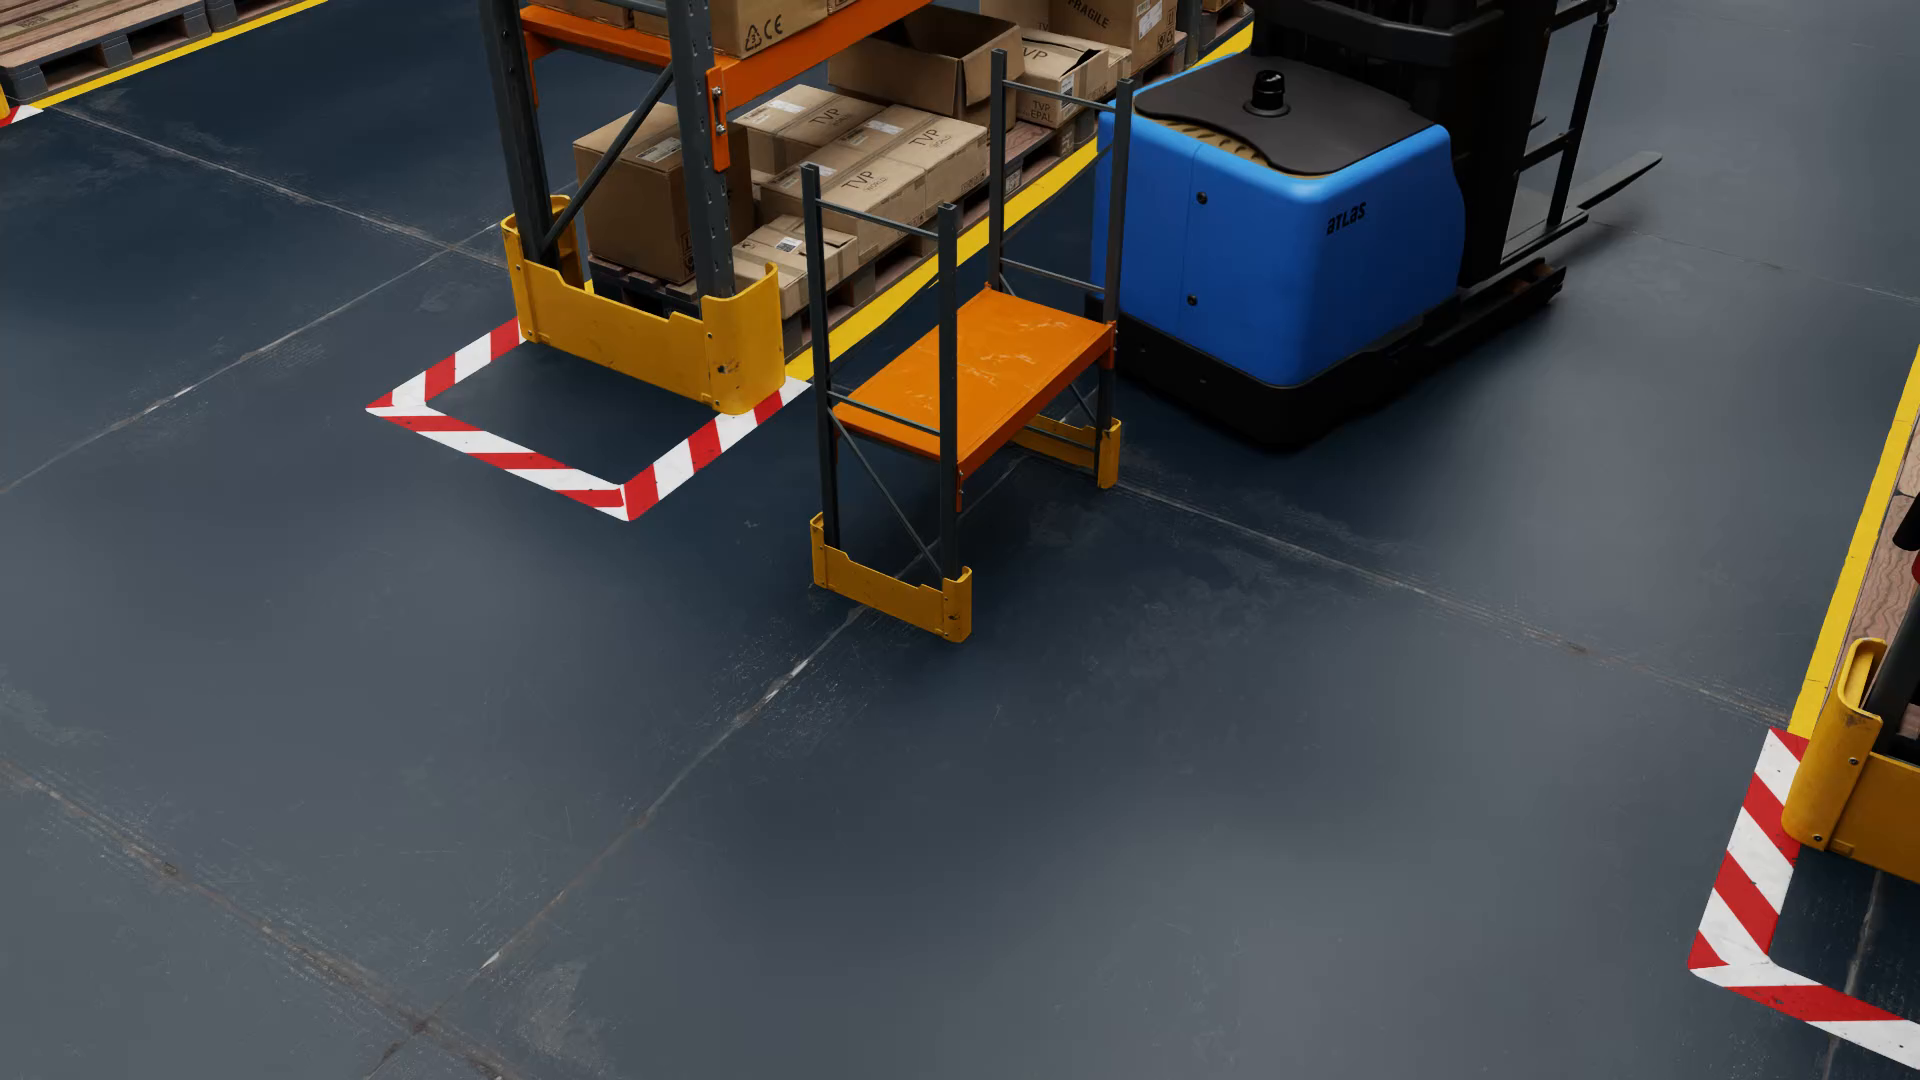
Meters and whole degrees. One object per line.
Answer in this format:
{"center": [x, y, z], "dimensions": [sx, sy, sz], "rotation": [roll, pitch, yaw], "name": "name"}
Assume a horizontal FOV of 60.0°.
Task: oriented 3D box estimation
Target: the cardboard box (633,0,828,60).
{"center": [-0.828, -2.072, 5.899], "dimensions": [0.500, 0.500, 0.500], "rotation": [22, 43, 26], "name": "cardboard box"}

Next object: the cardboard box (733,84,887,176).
{"center": [-0.671, -1.816, 7.541], "dimensions": [0.500, 0.250, 0.500], "rotation": [21, 42, 25], "name": "cardboard box"}

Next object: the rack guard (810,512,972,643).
{"center": [-0.226, 0.118, 5.392], "dimensions": [0.587, 0.250, 0.087], "rotation": [21, 42, 25], "name": "rack guard"}

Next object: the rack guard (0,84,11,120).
{"center": [-5.471, -2.506, 8.591], "dimensions": [1.175, 0.500, 0.348], "rotation": [21, 42, 25], "name": "rack guard"}

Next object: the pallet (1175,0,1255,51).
{"center": [1.258, -3.280, 9.831], "dimensions": [1.003, 0.211, 1.213], "rotation": [21, 42, 25], "name": "pallet"}

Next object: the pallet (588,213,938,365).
{"center": [-0.822, -1.236, 7.181], "dimensions": [1.003, 0.211, 1.213], "rotation": [21, 42, 25], "name": "pallet"}

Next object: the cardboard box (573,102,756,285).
{"center": [-1.205, -1.435, 6.842], "dimensions": [0.500, 0.500, 0.500], "rotation": [21, 42, 25], "name": "cardboard box"}

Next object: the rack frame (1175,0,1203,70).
{"center": [0.854, -3.952, 8.420], "dimensions": [1.000, 3.000, 0.127], "rotation": [21, 42, 25], "name": "rack frame"}

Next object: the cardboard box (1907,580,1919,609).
{"center": [3.187, 0.158, 4.791], "dimensions": [0.700, 0.500, 0.500], "rotation": [21, 42, 25], "name": "cardboard box"}

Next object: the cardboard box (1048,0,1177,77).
{"center": [0.789, -2.750, 8.548], "dimensions": [0.500, 0.500, 0.500], "rotation": [21, 42, 25], "name": "cardboard box"}

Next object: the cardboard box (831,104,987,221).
{"center": [-0.222, -1.678, 7.362], "dimensions": [0.500, 0.250, 0.500], "rotation": [21, 42, 25], "name": "cardboard box"}

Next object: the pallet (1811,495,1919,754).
{"center": [3.258, 0.395, 5.065], "dimensions": [1.003, 0.211, 1.213], "rotation": [21, 42, 25], "name": "pallet"}

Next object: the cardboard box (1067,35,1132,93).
{"center": [0.638, -2.398, 8.378], "dimensions": [0.380, 0.149, 0.250], "rotation": [21, 42, 25], "name": "cardboard box"}

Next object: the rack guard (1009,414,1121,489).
{"center": [0.308, -0.395, 6.058], "dimensions": [0.587, 0.250, 0.087], "rotation": [21, 42, 25], "name": "rack guard"}

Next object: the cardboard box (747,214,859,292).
{"center": [-0.640, -1.175, 6.777], "dimensions": [0.380, 0.166, 0.250], "rotation": [21, 42, 25], "name": "cardboard box"}

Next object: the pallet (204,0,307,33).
{"center": [-4.340, -3.447, 10.048], "dimensions": [1.003, 0.211, 1.213], "rotation": [21, 42, 25], "name": "pallet"}

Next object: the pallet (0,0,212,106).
{"center": [-4.995, -2.820, 9.236], "dimensions": [1.003, 0.211, 1.213], "rotation": [21, 42, 25], "name": "pallet"}

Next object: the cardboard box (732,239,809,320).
{"center": [-0.774, -1.039, 6.615], "dimensions": [0.380, 0.149, 0.250], "rotation": [21, 42, 25], "name": "cardboard box"}

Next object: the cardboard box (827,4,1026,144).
{"center": [-0.148, -2.168, 7.789], "dimensions": [0.797, 0.503, 0.637], "rotation": [21, 42, 25], "name": "cardboard box"}

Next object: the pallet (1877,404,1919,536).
{"center": [3.913, -0.232, 5.878], "dimensions": [1.003, 0.211, 1.213], "rotation": [21, 42, 25], "name": "pallet"}

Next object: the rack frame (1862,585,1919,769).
{"center": [2.896, -0.272, 3.646], "dimensions": [1.000, 3.000, 0.127], "rotation": [21, 42, 25], "name": "rack frame"}

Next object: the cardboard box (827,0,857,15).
{"center": [-0.556, -2.340, 6.247], "dimensions": [0.500, 0.500, 0.500], "rotation": [21, 42, 25], "name": "cardboard box"}

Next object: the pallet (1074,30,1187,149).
{"center": [0.486, -2.494, 8.813], "dimensions": [1.003, 0.211, 1.213], "rotation": [21, 42, 25], "name": "pallet"}

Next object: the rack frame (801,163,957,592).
{"center": [-0.227, -0.376, 5.009], "dimensions": [0.500, 1.500, 0.032], "rotation": [21, 42, 25], "name": "rack frame"}

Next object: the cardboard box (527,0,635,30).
{"center": [-1.279, -2.250, 6.130], "dimensions": [0.500, 0.500, 0.500], "rotation": [23, 43, 26], "name": "cardboard box"}

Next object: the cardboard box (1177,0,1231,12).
{"center": [1.319, -3.306, 9.269], "dimensions": [0.500, 0.500, 0.500], "rotation": [19, 42, 23], "name": "cardboard box"}

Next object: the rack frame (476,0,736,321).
{"center": [-1.289, -1.890, 5.745], "dimensions": [1.000, 3.000, 0.127], "rotation": [21, 42, 25], "name": "rack frame"}

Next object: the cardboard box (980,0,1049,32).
{"center": [0.447, -2.916, 8.918], "dimensions": [0.500, 0.311, 0.500], "rotation": [21, 42, 25], "name": "cardboard box"}

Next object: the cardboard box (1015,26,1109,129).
{"center": [0.387, -2.288, 8.104], "dimensions": [0.500, 0.311, 0.500], "rotation": [21, 42, 25], "name": "cardboard box"}

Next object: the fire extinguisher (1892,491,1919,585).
{"center": [2.426, -0.167, 3.878], "dimensions": [0.296, 0.674, 0.183], "rotation": [21, 42, 25], "name": "fire extinguisher"}

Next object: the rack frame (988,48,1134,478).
{"center": [0.318, -0.900, 5.689], "dimensions": [0.500, 1.500, 0.032], "rotation": [21, 42, 25], "name": "rack frame"}

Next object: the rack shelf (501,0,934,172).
{"center": [-0.217, -2.636, 7.302], "dimensions": [1.077, 0.370, 4.000], "rotation": [21, 42, 25], "name": "rack shelf"}

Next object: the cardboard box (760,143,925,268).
{"center": [-0.490, -1.421, 7.028], "dimensions": [0.500, 0.250, 0.500], "rotation": [21, 42, 25], "name": "cardboard box"}

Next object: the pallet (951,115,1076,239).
{"center": [-0.167, -1.863, 7.993], "dimensions": [1.003, 0.211, 1.213], "rotation": [21, 42, 25], "name": "pallet"}

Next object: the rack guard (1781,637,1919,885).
{"center": [2.883, 0.731, 4.393], "dimensions": [1.175, 0.500, 0.348], "rotation": [21, 42, 25], "name": "rack guard"}

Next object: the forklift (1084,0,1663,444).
{"center": [1.916, -2.291, 6.321], "dimensions": [3.031, 2.935, 1.130], "rotation": [-29, 46, -32], "name": "forklift"}

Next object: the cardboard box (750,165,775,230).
{"center": [-0.912, -1.483, 7.177], "dimensions": [0.380, 0.166, 0.250], "rotation": [21, 42, 25], "name": "cardboard box"}

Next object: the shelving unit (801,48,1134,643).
{"center": [0.041, -0.633, 5.343], "dimensions": [0.587, 1.500, 1.083], "rotation": [21, 42, 25], "name": "shelving unit"}

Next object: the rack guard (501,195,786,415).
{"center": [-1.248, -0.939, 6.559], "dimensions": [1.175, 0.500, 0.348], "rotation": [21, 42, 25], "name": "rack guard"}

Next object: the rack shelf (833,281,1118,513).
{"center": [0.046, -0.496, 5.459], "dimensions": [0.538, 0.185, 1.000], "rotation": [21, 42, 25], "name": "rack shelf"}
